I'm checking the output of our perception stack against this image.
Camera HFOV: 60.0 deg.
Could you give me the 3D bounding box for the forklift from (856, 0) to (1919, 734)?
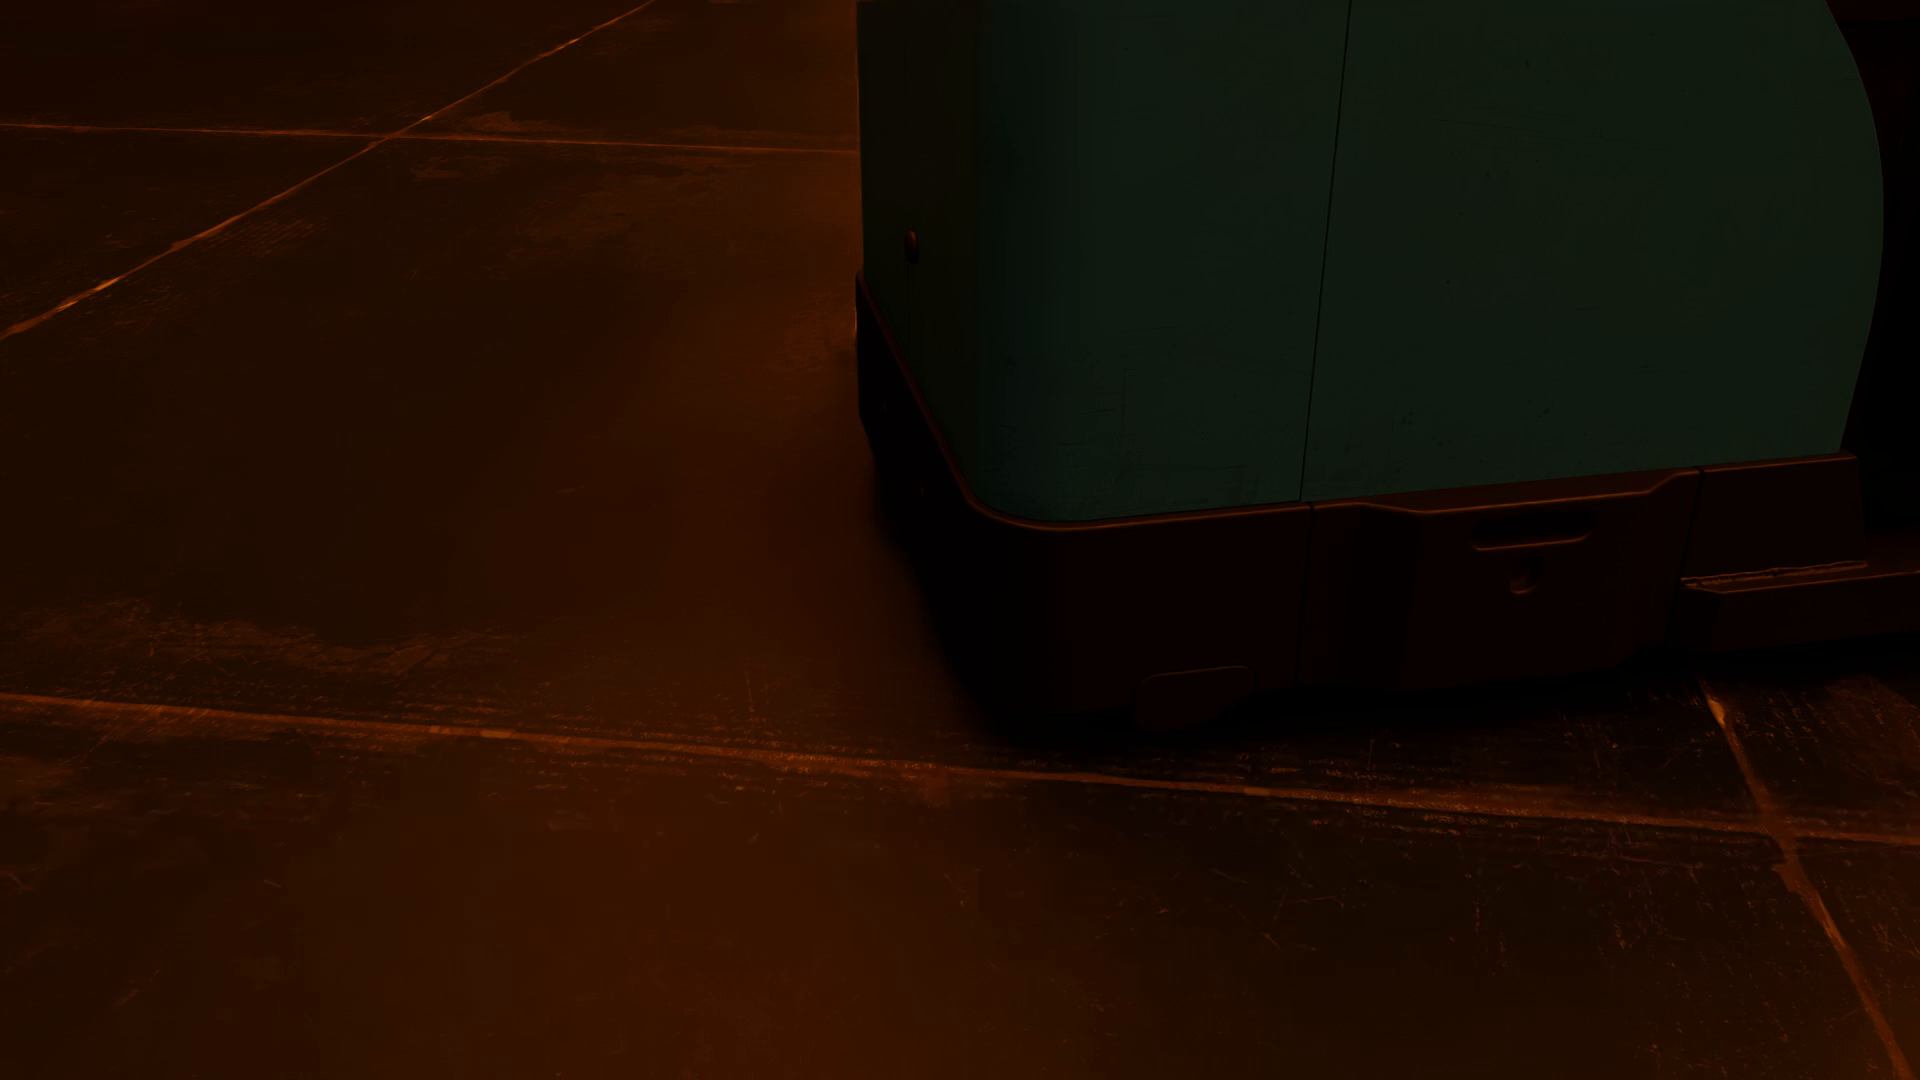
[{"bbox_3d":[1.404,-1.401,2.026,3.031,2.935,1.130,-5,27,-10],"label":"forklift"}]
